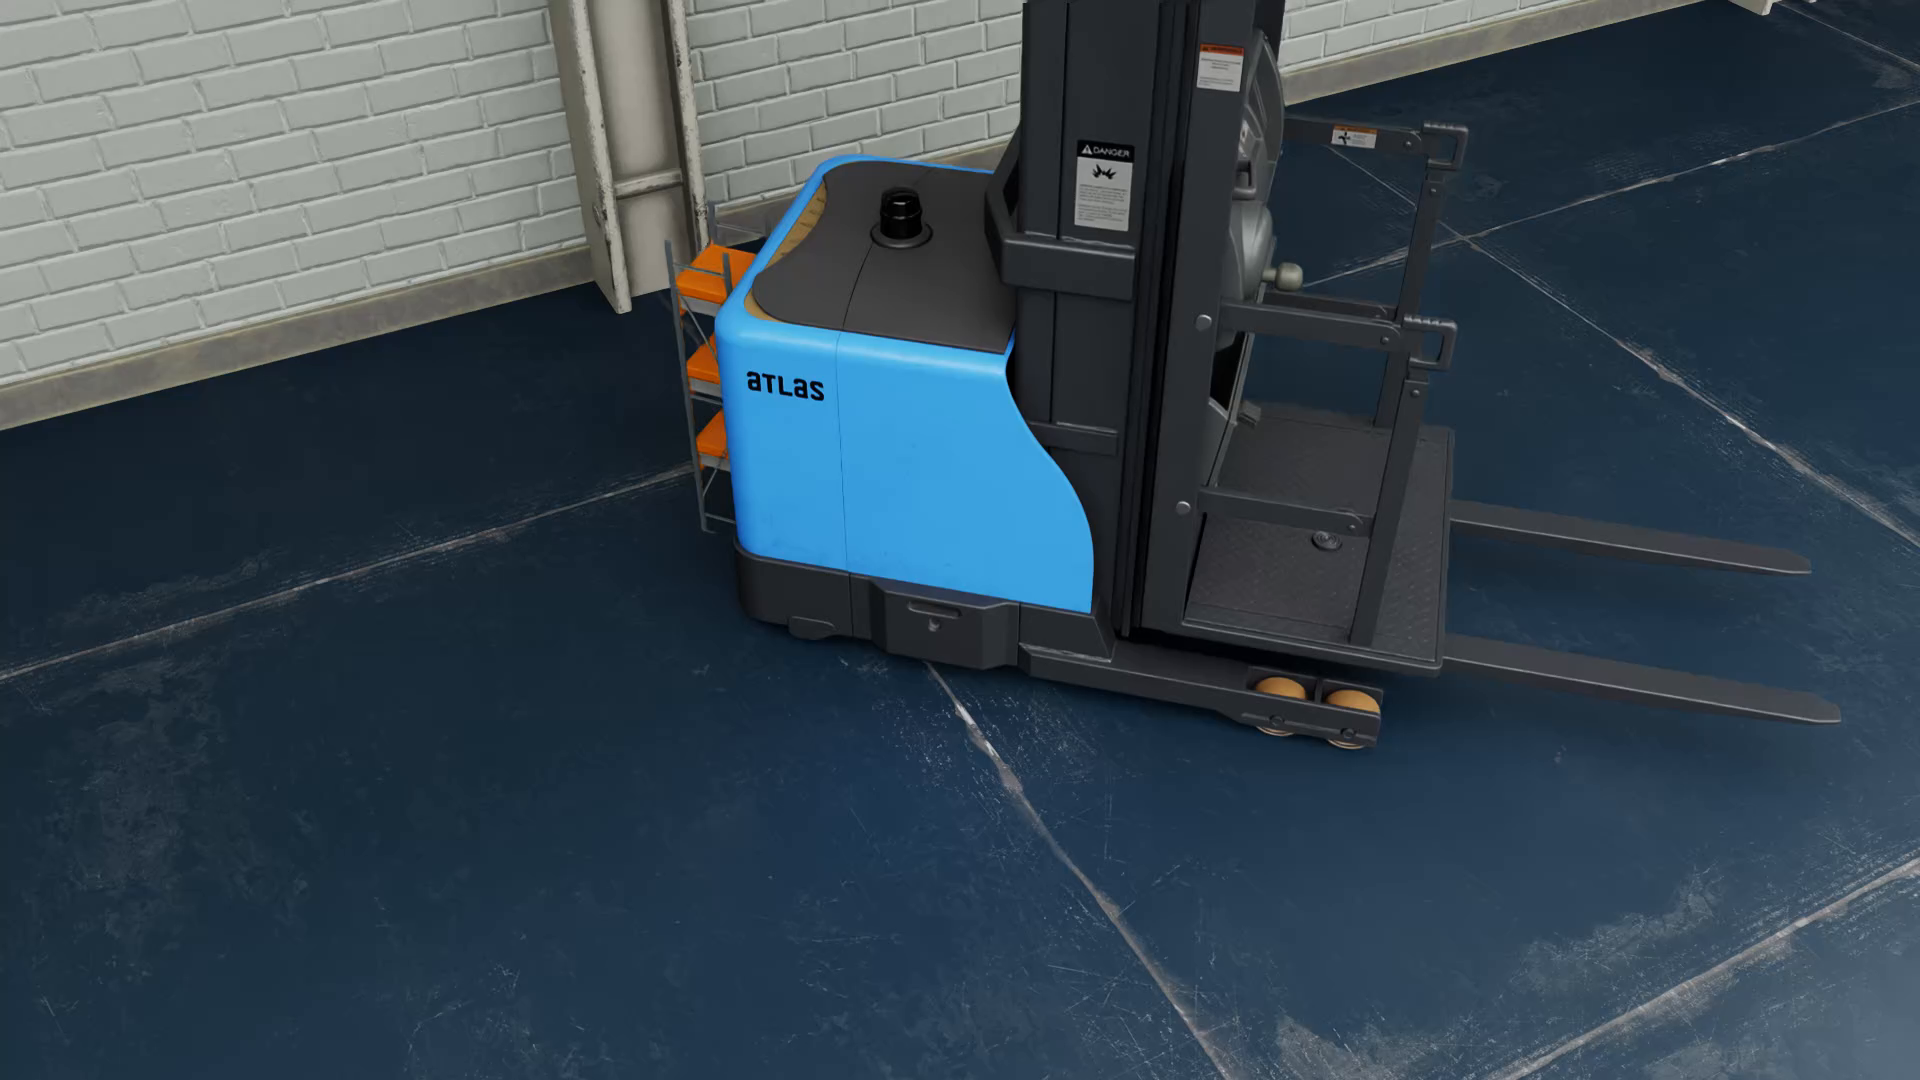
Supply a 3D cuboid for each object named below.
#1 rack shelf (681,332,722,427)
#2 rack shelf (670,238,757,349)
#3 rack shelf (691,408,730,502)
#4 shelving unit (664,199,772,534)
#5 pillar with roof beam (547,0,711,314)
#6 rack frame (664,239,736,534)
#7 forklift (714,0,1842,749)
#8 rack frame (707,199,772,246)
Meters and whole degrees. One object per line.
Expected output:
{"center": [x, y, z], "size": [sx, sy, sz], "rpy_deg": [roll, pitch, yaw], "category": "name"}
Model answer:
{"center": [-0.679, -0.471, 5.010], "size": [0.215, 0.259, 0.240], "rpy_deg": [15, 43, 17], "category": "rack shelf"}
{"center": [-0.679, -0.687, 4.827], "size": [0.215, 0.259, 0.240], "rpy_deg": [15, 43, 17], "category": "rack shelf"}
{"center": [-0.679, -0.259, 5.190], "size": [0.215, 0.259, 0.240], "rpy_deg": [15, 43, 17], "category": "rack shelf"}
{"center": [-0.679, -0.479, 5.003], "size": [0.215, 1.050, 0.252], "rpy_deg": [15, 43, 17], "category": "shelving unit"}
{"center": [0.807, -1.965, 0.606], "size": [0.400, 9.000, 9.100], "rpy_deg": [-19, 44, -21], "category": "pillar with roof beam"}
{"center": [-0.726, -0.406, 4.917], "size": [0.200, 1.050, 0.008], "rpy_deg": [15, 43, 17], "category": "rack frame"}
{"center": [0.921, -0.927, 4.076], "size": [3.031, 2.935, 1.130], "rpy_deg": [9, 41, 11], "category": "forklift"}
{"center": [-0.632, -0.552, 5.089], "size": [0.200, 1.050, 0.008], "rpy_deg": [15, 43, 17], "category": "rack frame"}
